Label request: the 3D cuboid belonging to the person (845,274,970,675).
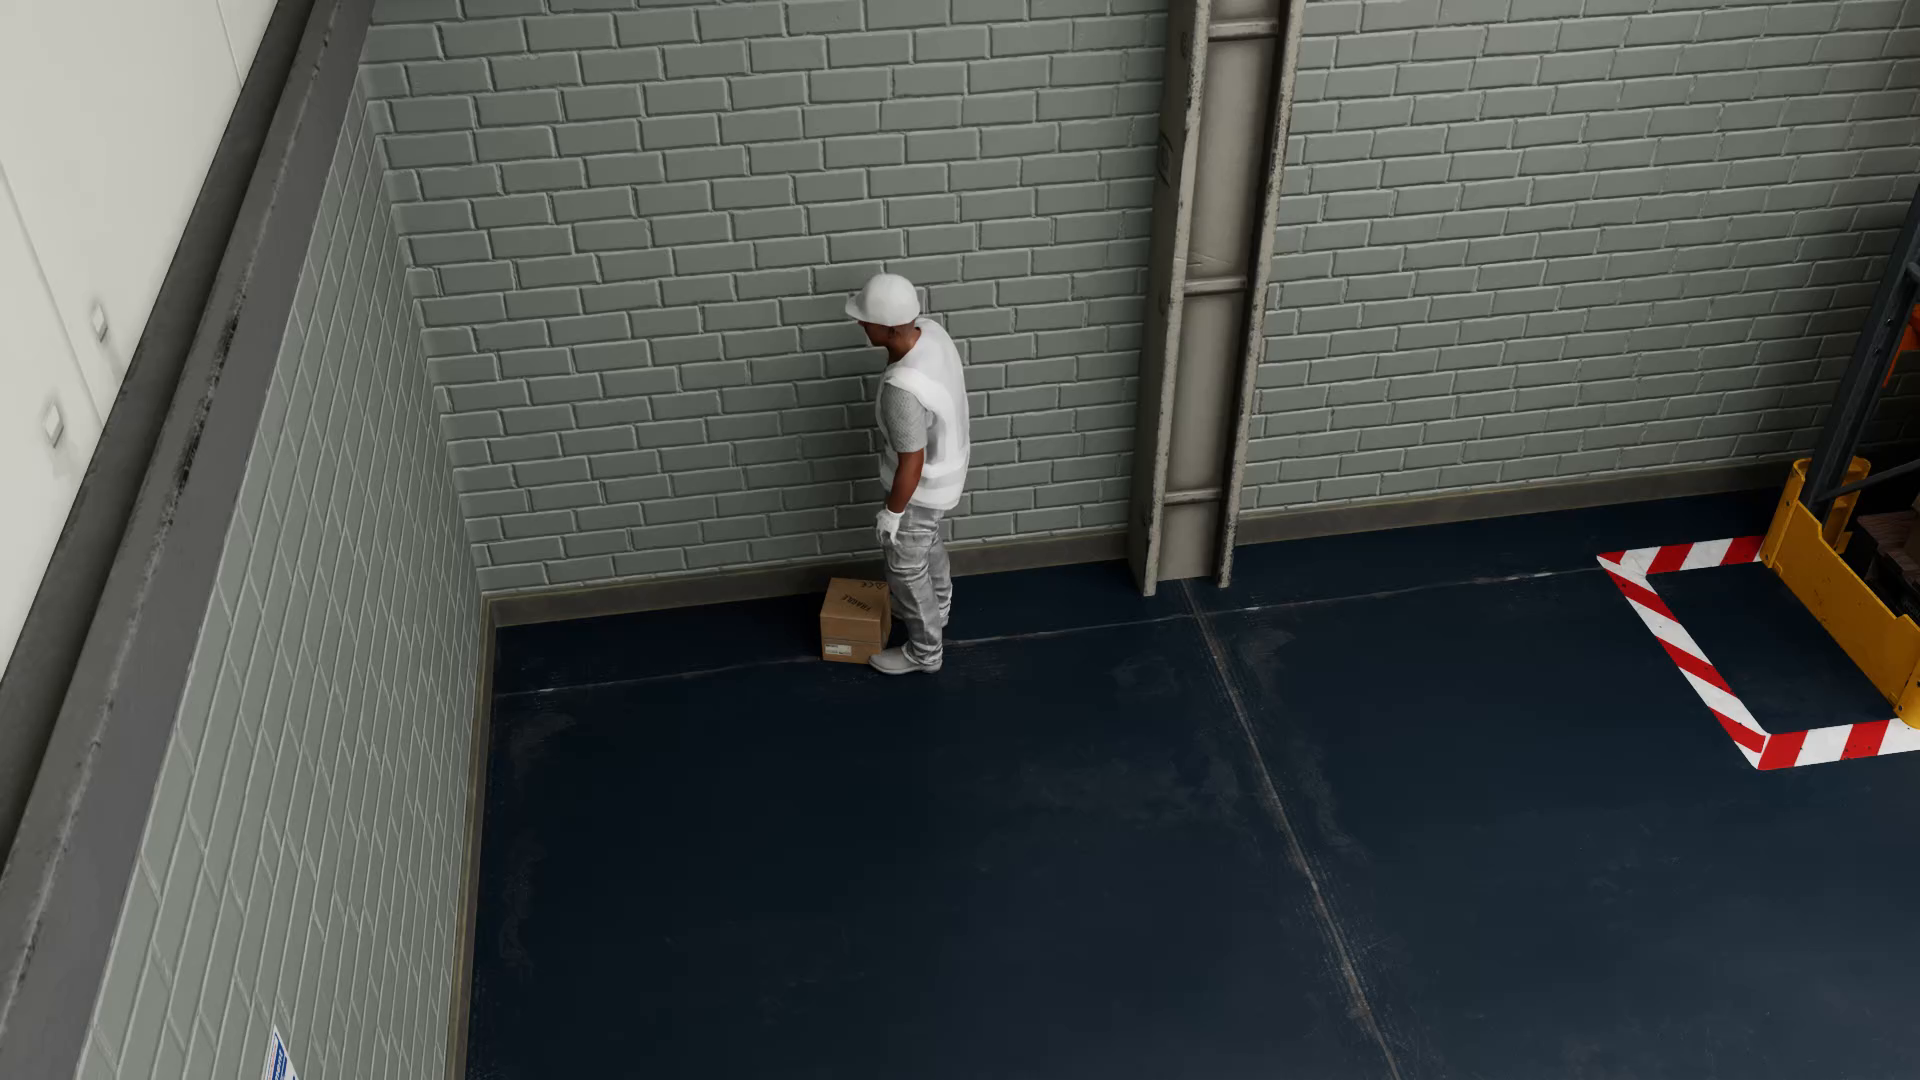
[{"bbox_3d":[-0.190,-0.248,6.458,0.446,1.774,0.618,6,39,7],"label":"person"}]
